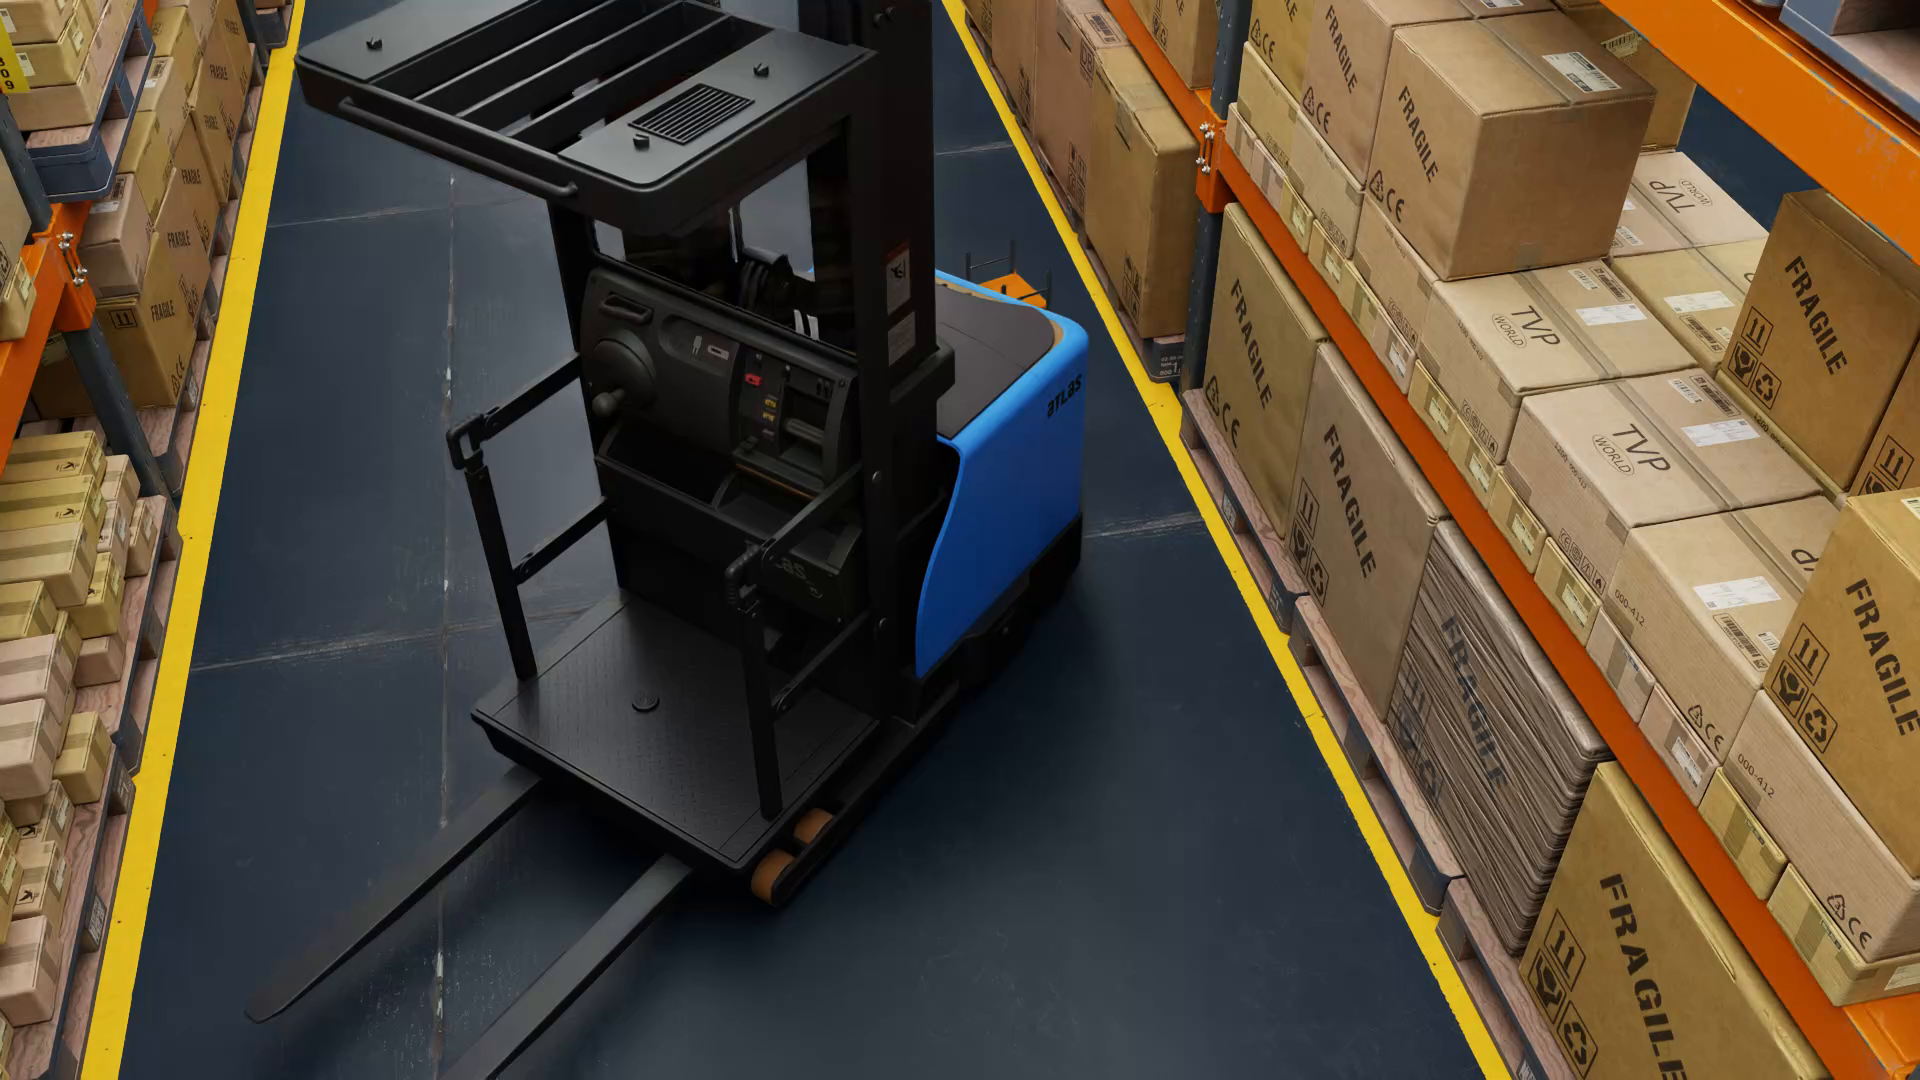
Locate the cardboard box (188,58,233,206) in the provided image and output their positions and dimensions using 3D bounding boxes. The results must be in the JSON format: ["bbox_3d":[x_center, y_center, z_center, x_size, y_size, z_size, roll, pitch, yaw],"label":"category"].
[{"bbox_3d":[-3.685,-1.849,7.640,0.500,0.500,0.500,-10,43,-11],"label":"cardboard box"}]

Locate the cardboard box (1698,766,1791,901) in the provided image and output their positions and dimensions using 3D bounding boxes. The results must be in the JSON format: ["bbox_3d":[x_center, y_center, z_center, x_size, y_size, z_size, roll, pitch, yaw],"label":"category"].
[{"bbox_3d":[1.814,0.590,3.516,0.380,0.149,0.250,-8,42,-9],"label":"cardboard box"}]

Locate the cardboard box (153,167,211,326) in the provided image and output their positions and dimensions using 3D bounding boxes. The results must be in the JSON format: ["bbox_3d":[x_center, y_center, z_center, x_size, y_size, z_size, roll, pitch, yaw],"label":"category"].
[{"bbox_3d":[-3.474,-1.182,6.889,0.500,0.500,0.500,-7,42,-7],"label":"cardboard box"}]

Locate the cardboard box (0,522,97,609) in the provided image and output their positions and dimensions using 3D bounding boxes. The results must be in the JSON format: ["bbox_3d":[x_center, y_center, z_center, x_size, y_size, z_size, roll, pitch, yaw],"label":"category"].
[{"bbox_3d":[-2.972,0.100,5.261,0.380,0.149,0.250,-9,42,-10],"label":"cardboard box"}]

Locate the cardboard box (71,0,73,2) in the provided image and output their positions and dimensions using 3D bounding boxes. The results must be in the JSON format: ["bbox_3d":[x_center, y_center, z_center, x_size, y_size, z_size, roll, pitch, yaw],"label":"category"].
[{"bbox_3d":[-3.160,-1.887,5.541,0.380,0.149,0.250,-7,42,-8],"label":"cardboard box"}]

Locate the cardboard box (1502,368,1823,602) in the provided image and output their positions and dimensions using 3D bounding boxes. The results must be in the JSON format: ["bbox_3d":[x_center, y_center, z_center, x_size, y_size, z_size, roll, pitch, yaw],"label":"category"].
[{"bbox_3d":[1.688,-0.143,4.040,0.500,0.250,0.500,-10,43,-11],"label":"cardboard box"}]

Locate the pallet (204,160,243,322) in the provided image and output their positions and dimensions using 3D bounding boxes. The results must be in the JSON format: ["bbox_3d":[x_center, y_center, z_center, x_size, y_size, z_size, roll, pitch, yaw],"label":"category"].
[{"bbox_3d":[-3.894,-1.354,7.616,1.003,0.211,1.213,-8,42,-9],"label":"pallet"}]

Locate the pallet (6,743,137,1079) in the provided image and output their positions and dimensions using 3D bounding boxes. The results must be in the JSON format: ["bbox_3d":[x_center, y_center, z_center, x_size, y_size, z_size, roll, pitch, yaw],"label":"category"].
[{"bbox_3d":[-3.011,1.165,4.778,1.003,0.211,1.213,-8,42,-9],"label":"pallet"}]

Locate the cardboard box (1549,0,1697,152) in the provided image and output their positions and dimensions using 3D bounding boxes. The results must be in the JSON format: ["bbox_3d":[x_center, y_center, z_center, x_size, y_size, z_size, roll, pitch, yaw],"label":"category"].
[{"bbox_3d":[1.872,-1.496,5.000,0.500,0.500,0.500,-8,42,-9],"label":"cardboard box"}]

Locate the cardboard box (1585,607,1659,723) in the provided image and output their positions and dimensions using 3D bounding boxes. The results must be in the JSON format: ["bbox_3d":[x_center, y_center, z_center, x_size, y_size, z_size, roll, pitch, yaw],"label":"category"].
[{"bbox_3d":[1.708,0.264,3.882,0.380,0.149,0.250,-8,42,-9],"label":"cardboard box"}]

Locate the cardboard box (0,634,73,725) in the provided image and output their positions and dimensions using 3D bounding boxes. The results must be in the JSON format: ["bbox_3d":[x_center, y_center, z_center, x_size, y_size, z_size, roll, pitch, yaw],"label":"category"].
[{"bbox_3d":[-2.844,0.442,4.876,0.380,0.149,0.250,-10,43,-11],"label":"cardboard box"}]

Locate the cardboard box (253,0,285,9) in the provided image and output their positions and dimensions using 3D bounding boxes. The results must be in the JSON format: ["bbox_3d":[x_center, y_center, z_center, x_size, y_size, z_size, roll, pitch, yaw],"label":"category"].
[{"bbox_3d":[-4.365,-3.416,9.217,1.050,0.750,0.750,-9,42,-10],"label":"cardboard box"}]

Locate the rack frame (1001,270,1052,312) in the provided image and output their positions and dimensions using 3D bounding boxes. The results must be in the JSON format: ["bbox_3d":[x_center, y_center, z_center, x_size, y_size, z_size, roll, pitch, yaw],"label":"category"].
[{"bbox_3d":[0.228,-0.500,6.023,0.200,1.050,0.008,-20,45,-21],"label":"rack frame"}]

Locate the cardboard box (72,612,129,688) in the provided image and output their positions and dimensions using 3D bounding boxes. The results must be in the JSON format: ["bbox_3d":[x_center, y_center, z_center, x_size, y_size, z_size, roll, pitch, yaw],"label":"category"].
[{"bbox_3d":[-2.946,0.357,5.420,0.380,0.149,0.250,-10,43,-11],"label":"cardboard box"}]

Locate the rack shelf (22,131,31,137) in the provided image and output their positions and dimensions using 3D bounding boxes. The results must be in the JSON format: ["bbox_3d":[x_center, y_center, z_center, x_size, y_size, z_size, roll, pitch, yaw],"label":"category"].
[{"bbox_3d":[-3.889,-2.201,6.864,0.919,0.124,3.809,-8,42,-9],"label":"rack shelf"}]

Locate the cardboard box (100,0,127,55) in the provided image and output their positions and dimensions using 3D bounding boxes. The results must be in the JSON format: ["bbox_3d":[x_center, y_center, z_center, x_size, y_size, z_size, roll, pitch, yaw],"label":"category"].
[{"bbox_3d":[-3.209,-1.826,5.920,0.380,0.149,0.250,-8,42,-9],"label":"cardboard box"}]

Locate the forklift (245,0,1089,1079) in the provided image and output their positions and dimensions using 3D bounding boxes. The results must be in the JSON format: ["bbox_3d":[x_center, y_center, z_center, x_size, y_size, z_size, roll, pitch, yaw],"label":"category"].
[{"bbox_3d":[-0.804,-0.363,4.452,1.130,2.935,3.031,24,47,25],"label":"forklift"}]

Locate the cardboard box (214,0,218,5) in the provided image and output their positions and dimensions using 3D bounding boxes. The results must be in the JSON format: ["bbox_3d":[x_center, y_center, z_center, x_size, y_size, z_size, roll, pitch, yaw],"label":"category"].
[{"bbox_3d":[-3.917,-2.790,8.135,0.500,0.250,0.500,-9,42,-10],"label":"cardboard box"}]

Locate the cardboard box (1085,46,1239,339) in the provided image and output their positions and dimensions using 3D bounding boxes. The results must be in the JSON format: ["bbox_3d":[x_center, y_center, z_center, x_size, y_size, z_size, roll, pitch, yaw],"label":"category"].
[{"bbox_3d":[1.250,-1.520,6.987,1.225,0.875,0.875,-8,42,-9],"label":"cardboard box"}]

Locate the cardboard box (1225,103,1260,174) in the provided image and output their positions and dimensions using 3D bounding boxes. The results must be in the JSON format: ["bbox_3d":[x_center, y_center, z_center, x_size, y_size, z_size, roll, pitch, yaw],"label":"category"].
[{"bbox_3d":[1.146,-1.412,5.770,0.380,0.149,0.250,-8,42,-9],"label":"cardboard box"}]

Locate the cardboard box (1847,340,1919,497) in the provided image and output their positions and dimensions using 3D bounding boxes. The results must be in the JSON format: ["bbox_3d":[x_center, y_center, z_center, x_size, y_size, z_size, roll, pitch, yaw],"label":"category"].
[{"bbox_3d":[2.323,-0.162,3.497,0.500,0.500,0.500,-9,42,-10],"label":"cardboard box"}]

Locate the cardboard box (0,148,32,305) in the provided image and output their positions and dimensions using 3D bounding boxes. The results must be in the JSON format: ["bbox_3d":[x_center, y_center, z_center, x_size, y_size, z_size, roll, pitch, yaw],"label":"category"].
[{"bbox_3d":[-3.077,-0.976,4.790,0.500,0.500,0.500,-8,42,-9],"label":"cardboard box"}]

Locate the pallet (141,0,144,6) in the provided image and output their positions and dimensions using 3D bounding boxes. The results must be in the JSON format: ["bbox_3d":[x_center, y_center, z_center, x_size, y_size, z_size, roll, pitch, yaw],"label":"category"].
[{"bbox_3d":[-3.854,-2.344,6.776,1.003,0.211,1.213,-8,42,-9],"label":"pallet"}]

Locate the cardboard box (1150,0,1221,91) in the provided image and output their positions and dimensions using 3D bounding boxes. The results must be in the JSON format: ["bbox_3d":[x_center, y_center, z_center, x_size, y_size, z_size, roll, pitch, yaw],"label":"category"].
[{"bbox_3d":[1.040,-2.047,6.221,0.500,0.500,0.500,-8,42,-9],"label":"cardboard box"}]

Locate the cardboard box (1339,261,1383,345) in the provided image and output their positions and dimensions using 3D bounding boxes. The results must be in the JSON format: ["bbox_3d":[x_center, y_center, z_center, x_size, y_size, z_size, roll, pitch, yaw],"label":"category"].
[{"bbox_3d":[1.374,-0.735,5.008,0.380,0.149,0.250,-9,42,-10],"label":"cardboard box"}]

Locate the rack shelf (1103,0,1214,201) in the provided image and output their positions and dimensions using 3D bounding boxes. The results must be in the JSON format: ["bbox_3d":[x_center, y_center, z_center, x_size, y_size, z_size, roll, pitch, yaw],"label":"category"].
[{"bbox_3d":[0.976,-2.773,7.656,1.077,0.370,4.000,-8,42,-9],"label":"rack shelf"}]

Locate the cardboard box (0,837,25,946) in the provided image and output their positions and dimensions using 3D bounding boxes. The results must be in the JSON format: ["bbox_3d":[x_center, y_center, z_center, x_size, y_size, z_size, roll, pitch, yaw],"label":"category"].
[{"bbox_3d":[-2.679,0.941,4.314,0.380,0.149,0.250,-8,42,-9],"label":"cardboard box"}]

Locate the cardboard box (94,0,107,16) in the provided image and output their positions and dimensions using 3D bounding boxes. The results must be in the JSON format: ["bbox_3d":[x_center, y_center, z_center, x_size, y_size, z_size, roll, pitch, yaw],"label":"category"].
[{"bbox_3d":[-3.208,-1.931,5.814,0.380,0.149,0.250,-7,42,-8],"label":"cardboard box"}]

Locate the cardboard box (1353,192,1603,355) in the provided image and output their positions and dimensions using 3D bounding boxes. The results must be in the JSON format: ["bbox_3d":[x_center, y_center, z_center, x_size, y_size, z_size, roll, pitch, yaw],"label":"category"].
[{"bbox_3d":[1.473,-0.800,4.781,0.500,0.250,0.500,-7,42,-8],"label":"cardboard box"}]

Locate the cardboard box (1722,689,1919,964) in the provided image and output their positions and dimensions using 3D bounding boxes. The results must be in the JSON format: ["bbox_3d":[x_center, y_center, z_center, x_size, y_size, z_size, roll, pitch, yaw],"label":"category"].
[{"bbox_3d":[1.907,0.516,3.298,0.500,0.250,0.500,-9,42,-10],"label":"cardboard box"}]

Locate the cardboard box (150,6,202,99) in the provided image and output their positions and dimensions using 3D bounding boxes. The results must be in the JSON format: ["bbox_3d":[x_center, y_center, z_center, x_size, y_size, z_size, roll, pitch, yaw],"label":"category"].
[{"bbox_3d":[-3.703,-2.132,7.394,0.500,0.250,0.500,-7,42,-8],"label":"cardboard box"}]

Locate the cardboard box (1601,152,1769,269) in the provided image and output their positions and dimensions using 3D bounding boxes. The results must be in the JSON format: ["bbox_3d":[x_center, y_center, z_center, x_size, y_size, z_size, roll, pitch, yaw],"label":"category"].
[{"bbox_3d":[1.983,-0.886,4.877,0.500,0.250,0.500,-8,42,-8],"label":"cardboard box"}]

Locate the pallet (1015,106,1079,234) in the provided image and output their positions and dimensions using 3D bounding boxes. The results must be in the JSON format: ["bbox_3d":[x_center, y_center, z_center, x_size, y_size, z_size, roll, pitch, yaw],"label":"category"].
[{"bbox_3d":[0.900,-1.984,8.326,1.003,0.211,1.213,-8,42,-9],"label":"pallet"}]

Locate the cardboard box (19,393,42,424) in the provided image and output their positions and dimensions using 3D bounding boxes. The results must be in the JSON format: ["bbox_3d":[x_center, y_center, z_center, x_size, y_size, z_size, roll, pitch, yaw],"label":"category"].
[{"bbox_3d":[-3.863,-0.766,6.420,0.500,0.500,0.500,-9,42,-10],"label":"cardboard box"}]

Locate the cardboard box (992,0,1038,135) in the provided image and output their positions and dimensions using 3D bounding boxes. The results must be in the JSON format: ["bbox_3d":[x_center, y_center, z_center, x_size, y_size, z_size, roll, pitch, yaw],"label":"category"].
[{"bbox_3d":[0.857,-2.671,8.284,1.225,0.875,0.875,-8,42,-9],"label":"cardboard box"}]

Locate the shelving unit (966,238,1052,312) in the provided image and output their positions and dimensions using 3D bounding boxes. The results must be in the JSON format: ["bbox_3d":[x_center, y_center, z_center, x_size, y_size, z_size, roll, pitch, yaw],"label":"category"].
[{"bbox_3d":[0.169,-0.571,6.103,0.215,1.050,0.252,-20,45,-21],"label":"shelving unit"}]

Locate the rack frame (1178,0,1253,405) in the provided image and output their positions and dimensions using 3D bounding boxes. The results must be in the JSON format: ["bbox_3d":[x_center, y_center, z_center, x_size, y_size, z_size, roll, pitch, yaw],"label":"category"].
[{"bbox_3d":[1.407,-1.745,5.957,1.000,3.000,0.127,-8,42,-9],"label":"rack frame"}]

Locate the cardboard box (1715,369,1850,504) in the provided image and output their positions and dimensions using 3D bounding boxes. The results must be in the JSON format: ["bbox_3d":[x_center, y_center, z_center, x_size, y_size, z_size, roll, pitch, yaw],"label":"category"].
[{"bbox_3d":[2.207,-0.220,4.127,0.500,0.250,0.500,-10,43,-11],"label":"cardboard box"}]

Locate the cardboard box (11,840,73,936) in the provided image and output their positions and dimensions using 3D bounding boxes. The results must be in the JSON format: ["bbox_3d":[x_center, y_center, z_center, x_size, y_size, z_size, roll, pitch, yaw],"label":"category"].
[{"bbox_3d":[-2.742,1.016,4.678,0.380,0.149,0.250,-8,42,-9],"label":"cardboard box"}]

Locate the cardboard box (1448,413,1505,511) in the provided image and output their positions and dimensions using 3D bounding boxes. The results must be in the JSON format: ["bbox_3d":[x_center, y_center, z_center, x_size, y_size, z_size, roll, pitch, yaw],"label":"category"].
[{"bbox_3d":[1.543,-0.233,4.442,0.380,0.149,0.250,-8,42,-8],"label":"cardboard box"}]

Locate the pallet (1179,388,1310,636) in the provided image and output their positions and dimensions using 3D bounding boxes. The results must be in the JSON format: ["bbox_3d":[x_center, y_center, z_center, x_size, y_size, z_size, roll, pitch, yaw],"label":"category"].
[{"bbox_3d":[1.495,-0.198,6.314,1.003,0.211,1.213,-8,42,-9],"label":"pallet"}]

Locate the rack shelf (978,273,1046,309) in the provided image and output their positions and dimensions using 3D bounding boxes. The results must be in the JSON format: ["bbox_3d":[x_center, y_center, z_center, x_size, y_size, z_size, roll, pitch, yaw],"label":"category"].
[{"bbox_3d":[0.169,-0.827,5.876,0.184,0.087,0.229,-20,45,-21],"label":"rack shelf"}]

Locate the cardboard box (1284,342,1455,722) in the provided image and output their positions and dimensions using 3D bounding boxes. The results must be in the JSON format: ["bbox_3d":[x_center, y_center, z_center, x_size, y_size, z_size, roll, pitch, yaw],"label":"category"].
[{"bbox_3d":[1.666,-0.085,5.371,0.875,0.875,0.875,-8,42,-9],"label":"cardboard box"}]

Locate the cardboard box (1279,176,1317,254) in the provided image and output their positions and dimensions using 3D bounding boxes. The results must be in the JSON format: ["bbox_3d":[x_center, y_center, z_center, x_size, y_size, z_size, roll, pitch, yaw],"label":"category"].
[{"bbox_3d":[1.261,-1.071,5.386,0.380,0.149,0.250,-7,42,-8],"label":"cardboard box"}]

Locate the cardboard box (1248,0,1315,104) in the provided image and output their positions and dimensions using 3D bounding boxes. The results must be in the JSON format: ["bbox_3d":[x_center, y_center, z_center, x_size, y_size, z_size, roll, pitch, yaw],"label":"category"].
[{"bbox_3d":[1.261,-1.734,5.268,0.500,0.500,0.500,-8,42,-9],"label":"cardboard box"}]

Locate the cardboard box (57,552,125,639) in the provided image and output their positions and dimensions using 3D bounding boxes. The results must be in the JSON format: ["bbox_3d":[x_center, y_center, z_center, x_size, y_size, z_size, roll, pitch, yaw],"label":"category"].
[{"bbox_3d":[-2.934,0.201,5.371,0.380,0.149,0.250,-10,43,-11],"label":"cardboard box"}]

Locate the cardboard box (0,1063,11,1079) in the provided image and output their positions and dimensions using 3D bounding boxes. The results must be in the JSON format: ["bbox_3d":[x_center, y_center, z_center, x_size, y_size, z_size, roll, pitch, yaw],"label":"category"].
[{"bbox_3d":[-2.549,1.401,4.020,0.380,0.149,0.250,-7,42,-8],"label":"cardboard box"}]
